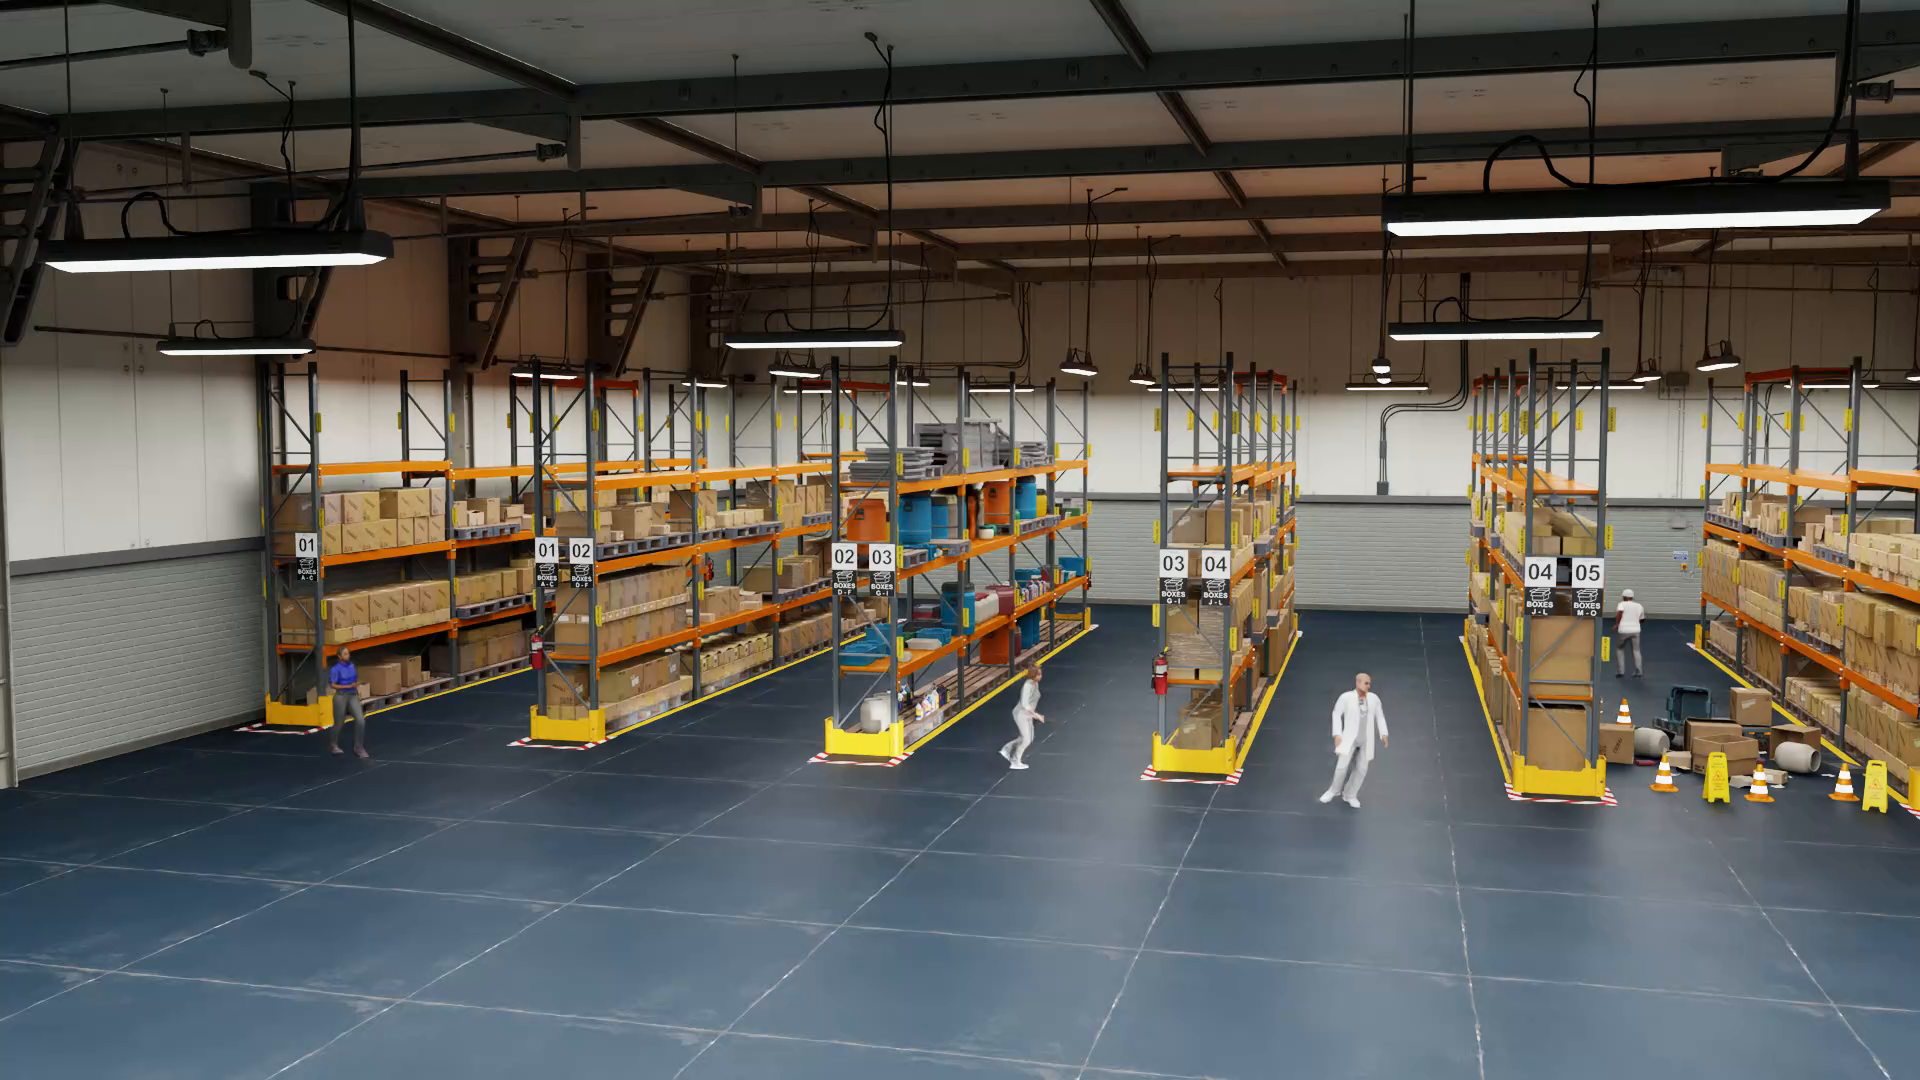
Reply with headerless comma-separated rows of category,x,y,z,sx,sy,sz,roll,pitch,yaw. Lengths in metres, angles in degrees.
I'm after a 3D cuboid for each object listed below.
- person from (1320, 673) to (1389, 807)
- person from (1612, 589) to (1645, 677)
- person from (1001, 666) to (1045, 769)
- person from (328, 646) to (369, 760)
person,5.132,2.618,21.653,0.816,1.773,0.644,-1,4,-10
person,13.113,1.846,32.585,0.714,1.733,0.983,0,4,3
person,0.917,2.555,24.017,0.697,1.522,0.526,1,4,18
person,-9.172,2.440,24.798,0.750,1.680,0.549,3,5,38
